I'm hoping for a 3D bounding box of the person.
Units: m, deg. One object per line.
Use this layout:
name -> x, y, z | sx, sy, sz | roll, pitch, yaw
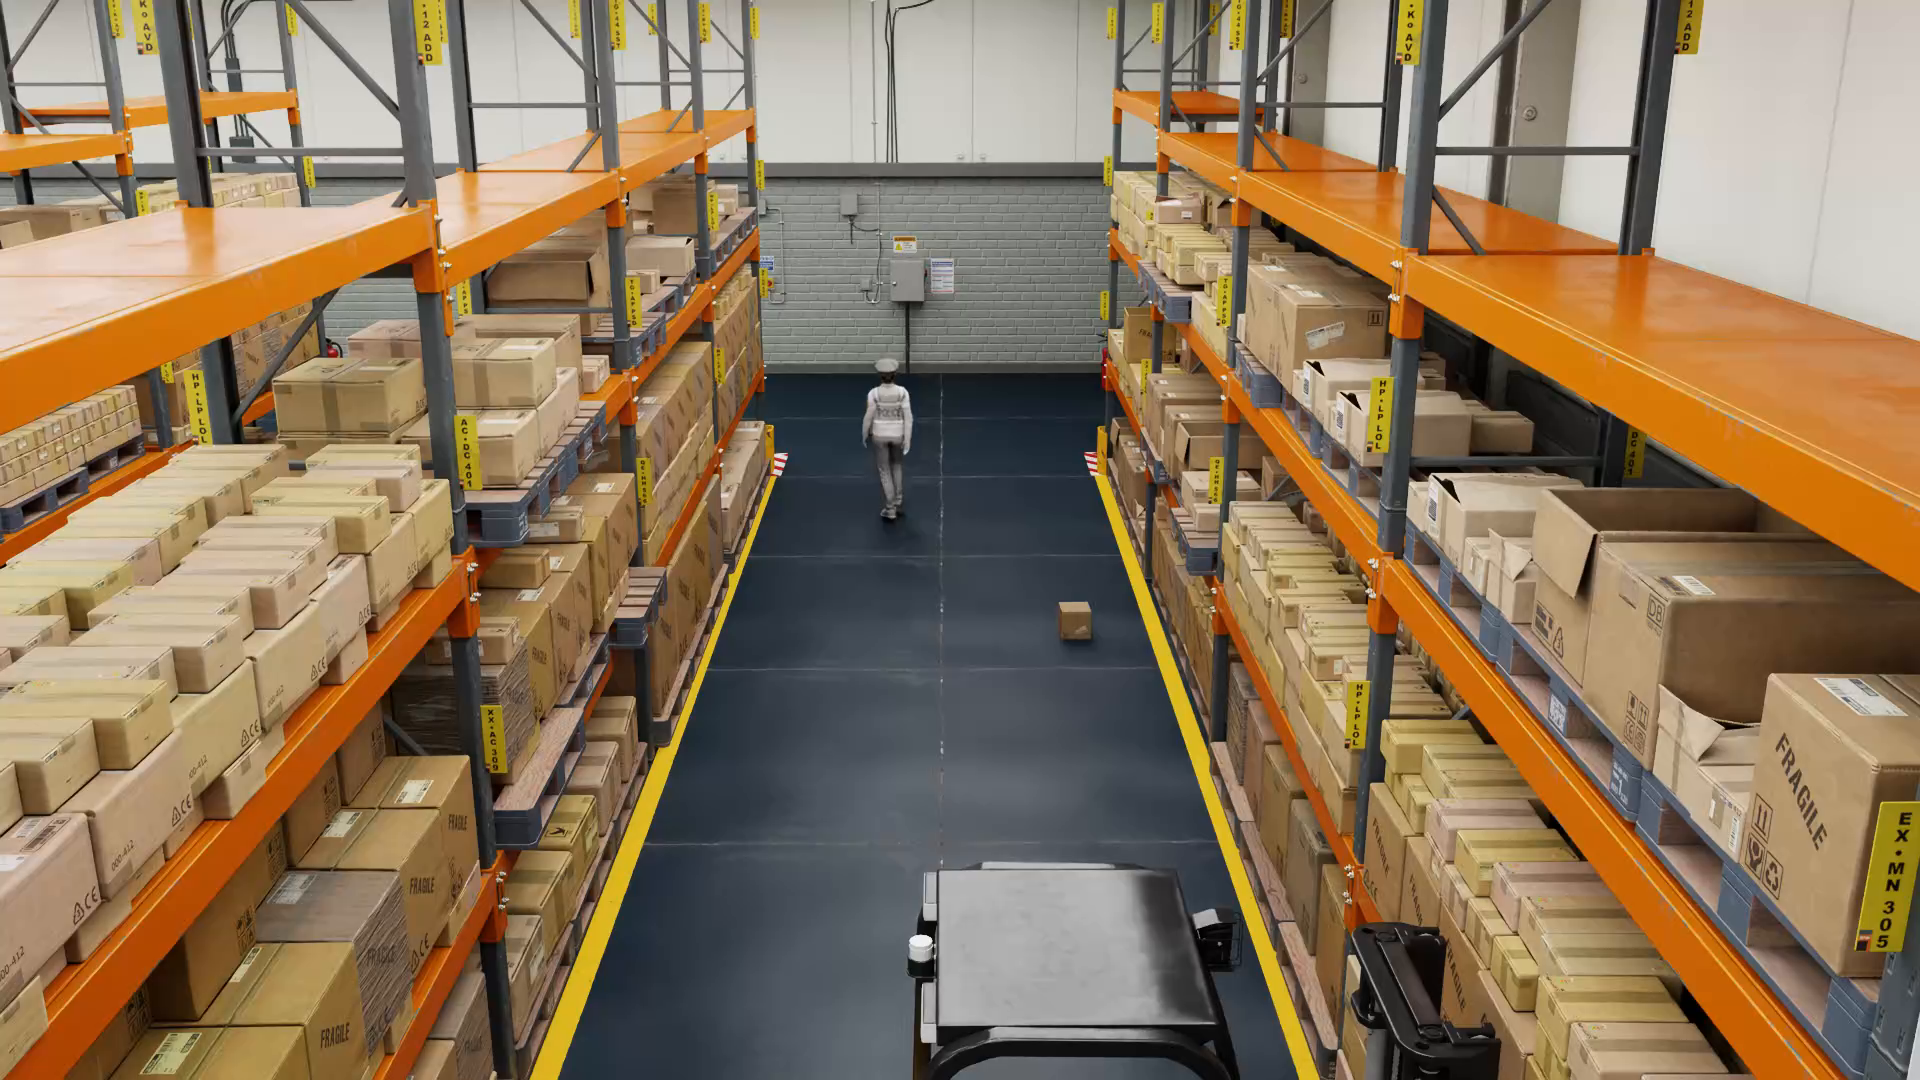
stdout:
person -> -3.422, 0.014, 13.107 | 7.954, 2.202, 7.570 | -5, 18, -15
